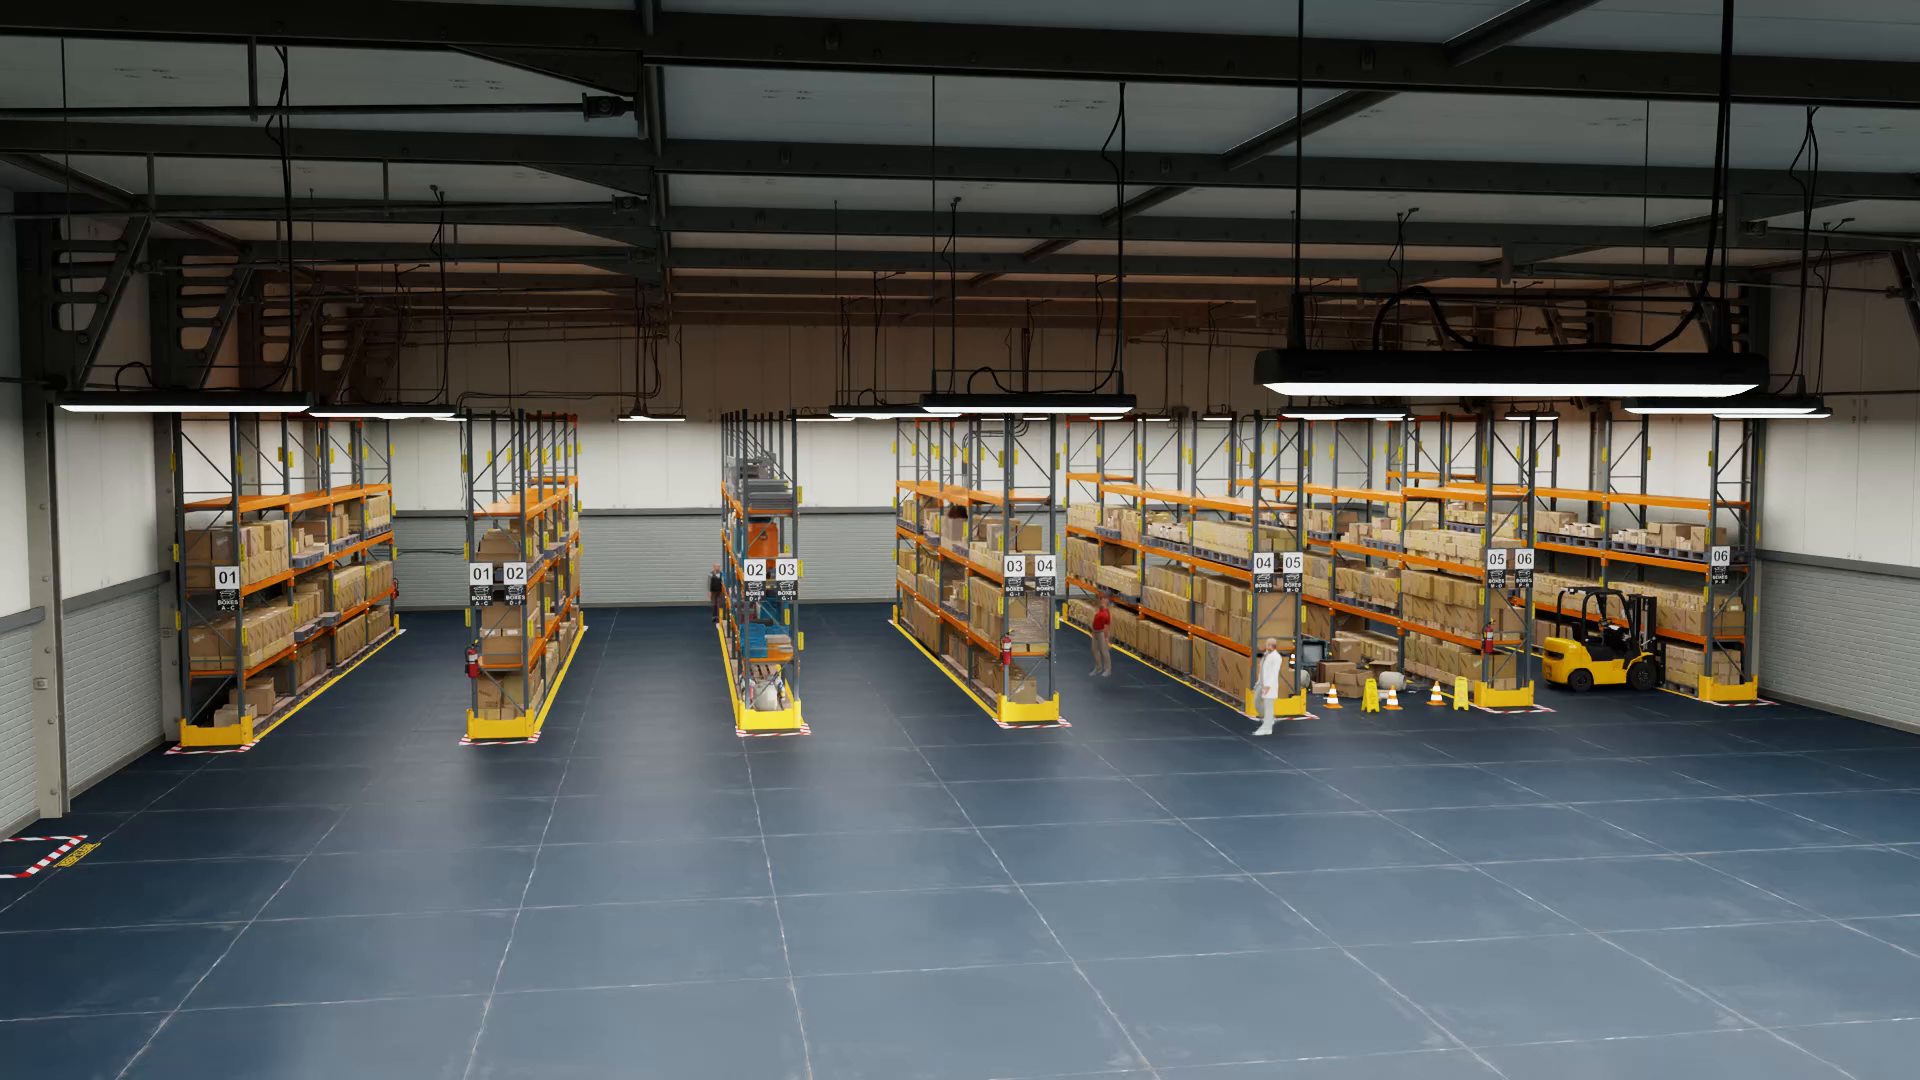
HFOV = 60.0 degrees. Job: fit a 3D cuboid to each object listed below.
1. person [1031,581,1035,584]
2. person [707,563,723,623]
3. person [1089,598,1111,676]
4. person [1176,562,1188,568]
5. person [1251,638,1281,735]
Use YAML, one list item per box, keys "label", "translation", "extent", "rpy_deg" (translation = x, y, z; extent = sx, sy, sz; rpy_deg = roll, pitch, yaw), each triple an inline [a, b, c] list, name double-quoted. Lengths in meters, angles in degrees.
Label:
- label: "person"
  translation: [2.017, 1.483, 48.852]
  extent: [0.541, 1.618, 1.006]
  rpy_deg: [3, 5, 33]
- label: "person"
  translation: [-7.025, 1.533, 47.988]
  extent: [0.560, 1.758, 0.441]
  rpy_deg: [-1, 4, -14]
- label: "person"
  translation: [3.111, 2.157, 36.894]
  extent: [0.393, 1.764, 0.722]
  rpy_deg: [-1, 4, -21]
- label: "person"
  translation: [6.815, 1.256, 51.648]
  extent: [1.054, 1.748, 0.720]
  rpy_deg: [0, 4, -2]
- label: "person"
  translation: [5.634, 2.689, 30.704]
  extent: [0.573, 1.775, 0.649]
  rpy_deg: [-2, 4, -24]
